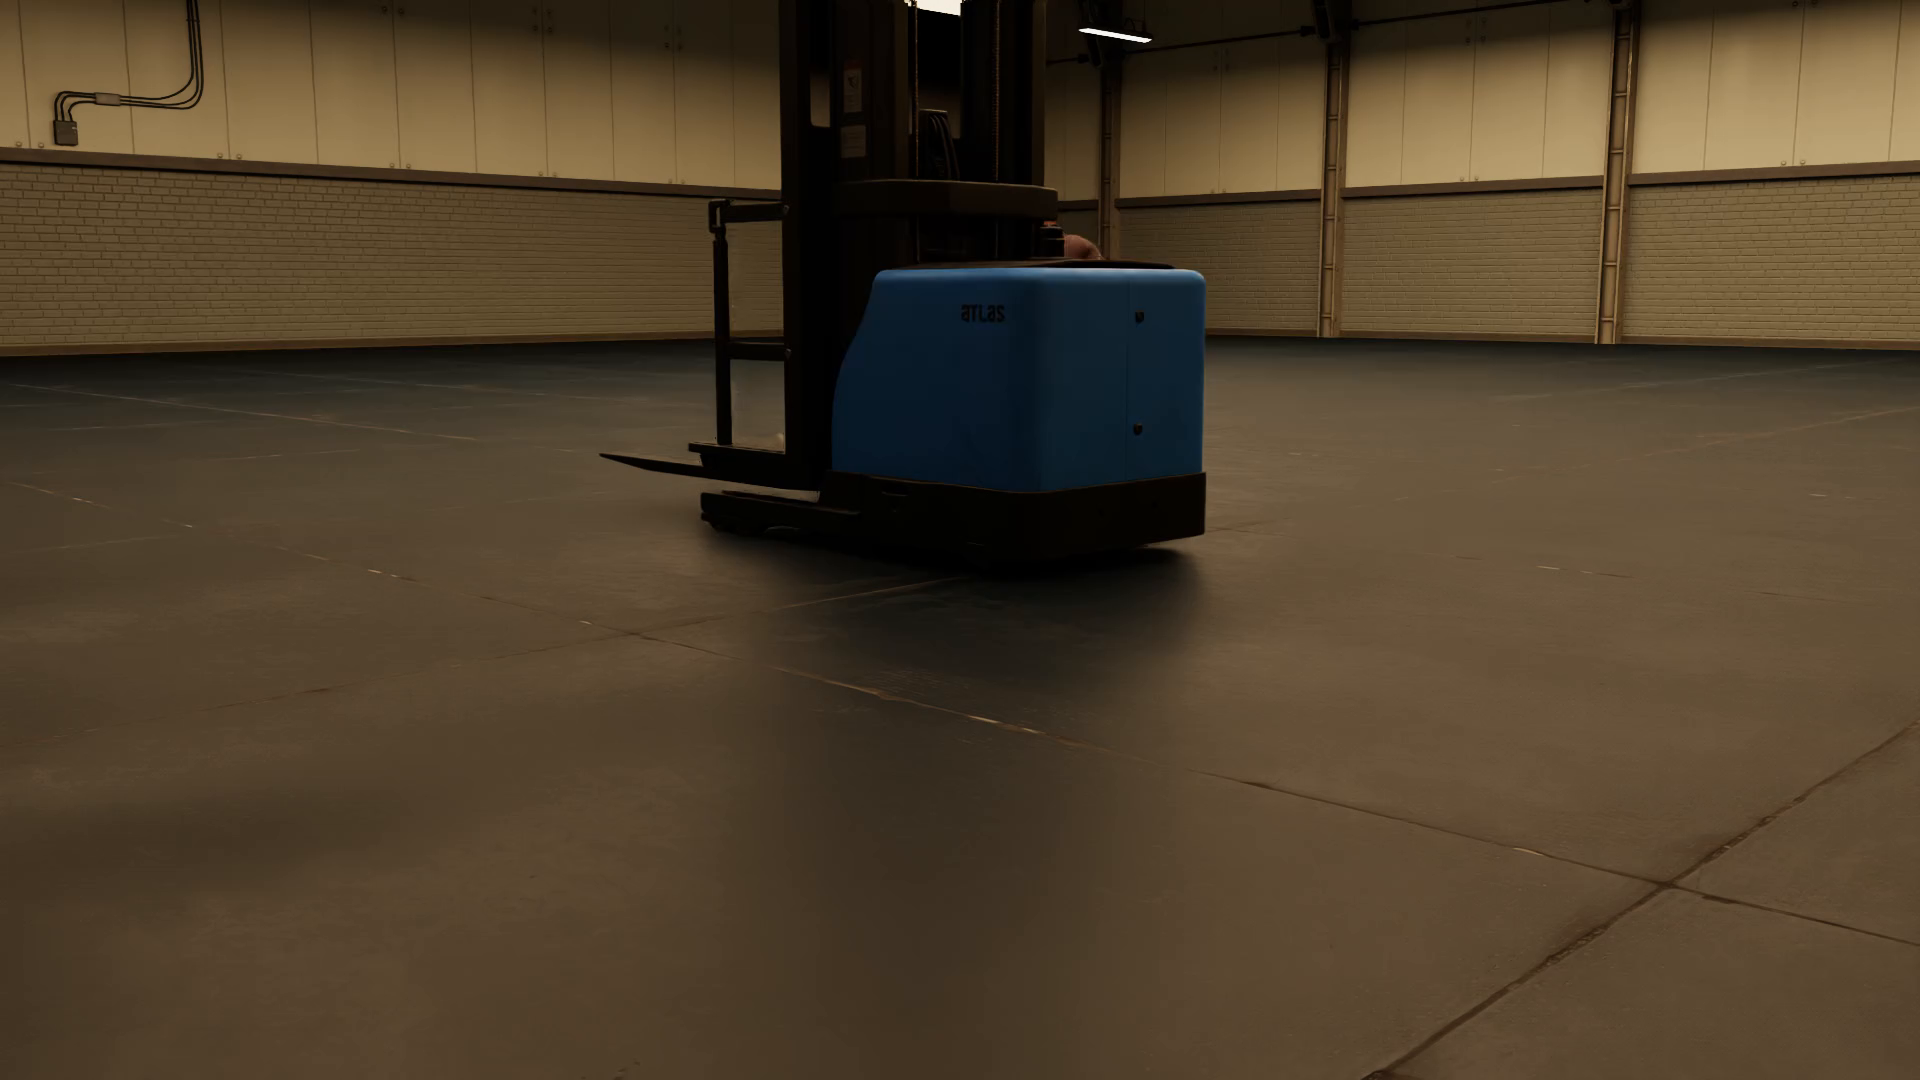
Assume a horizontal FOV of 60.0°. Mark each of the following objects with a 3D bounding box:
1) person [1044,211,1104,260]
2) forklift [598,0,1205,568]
[{"bbox_3d":[0.651,-1.435,11.180,1.069,1.689,0.531,-2,9,-12],"label":"person"},{"bbox_3d":[-0.443,-1.514,6.929,1.130,2.935,3.031,-8,12,-43],"label":"forklift"}]
